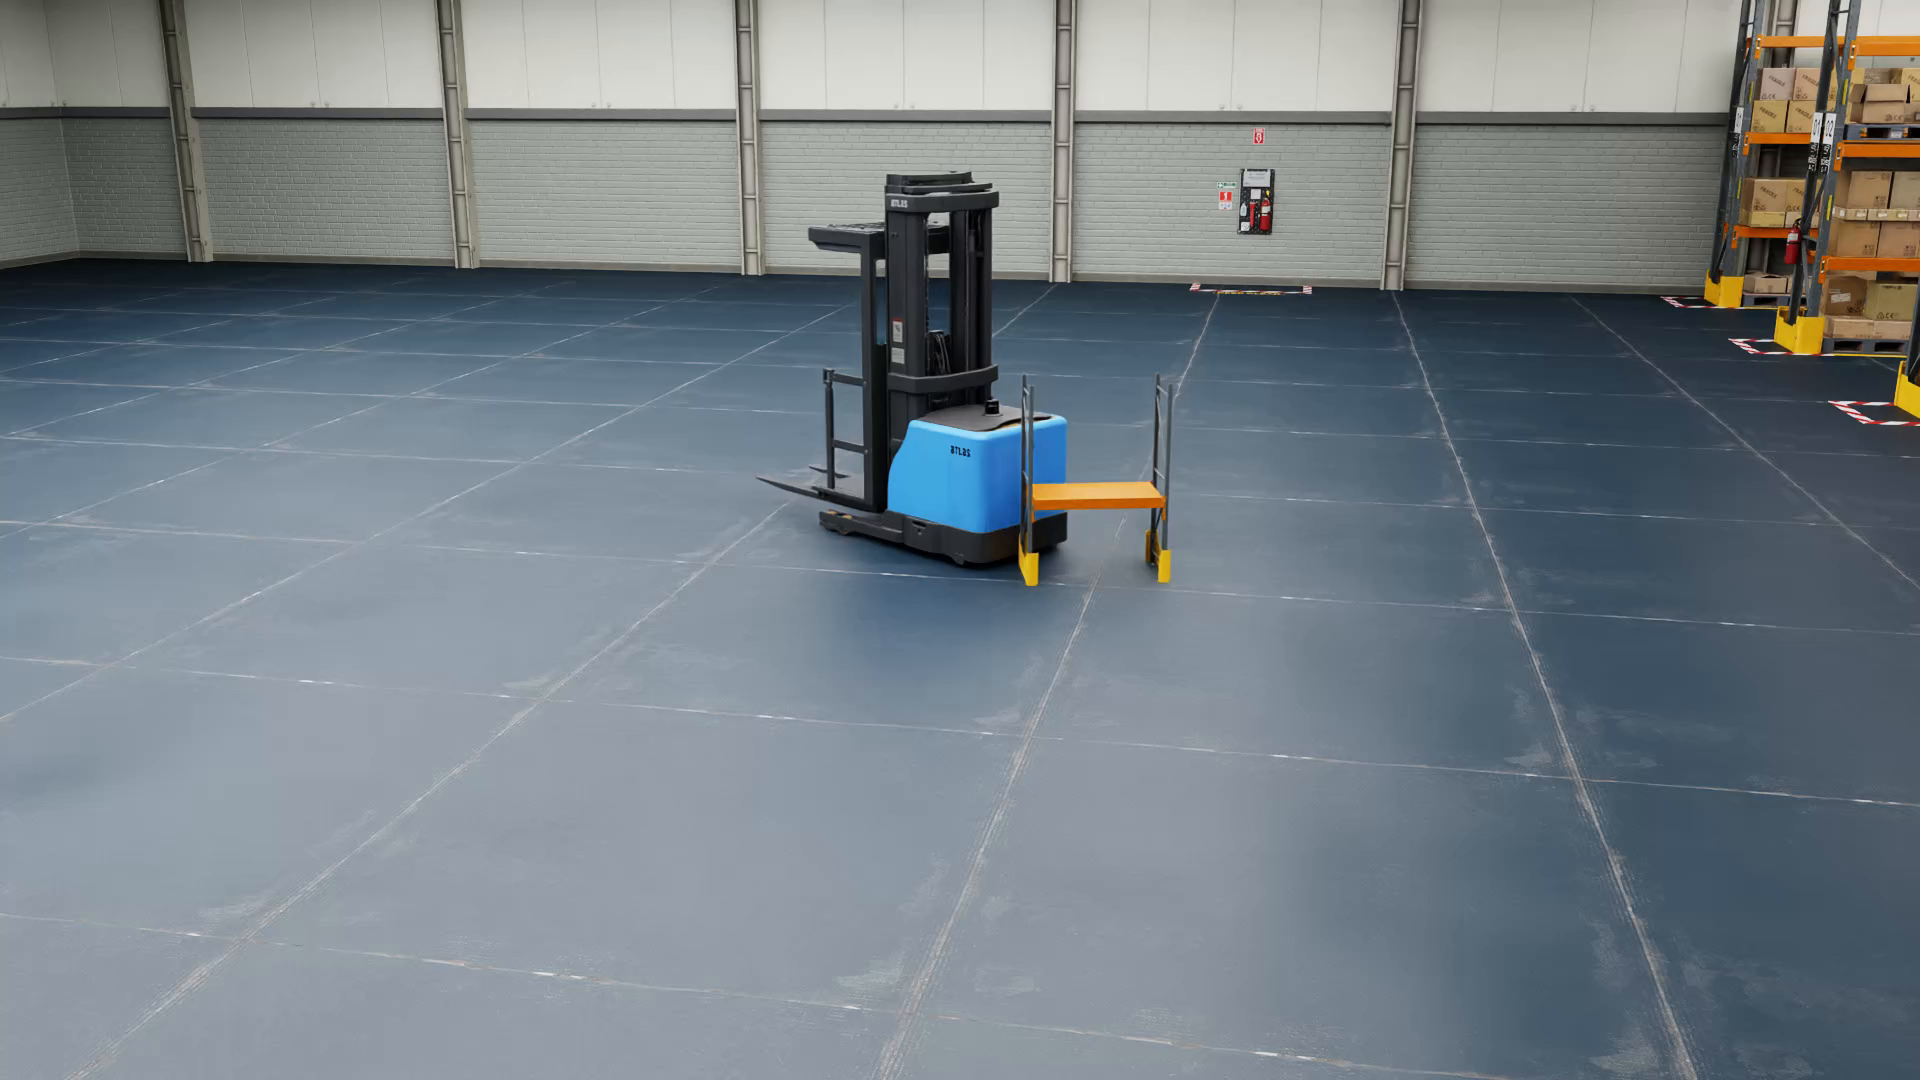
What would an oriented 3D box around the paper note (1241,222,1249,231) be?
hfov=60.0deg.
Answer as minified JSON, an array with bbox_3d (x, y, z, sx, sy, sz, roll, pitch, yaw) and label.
[{"bbox_3d":[5.190,-5.705,30.247,0.142,0.148,0.016,3,16,11],"label":"paper note"}]

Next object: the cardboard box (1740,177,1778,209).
[{"bbox_3d":[13.290,-5.781,27.712,0.500,0.500,0.500,3,16,10],"label":"cardboard box"}]

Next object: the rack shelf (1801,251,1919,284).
[{"bbox_3d":[13.762,-3.703,22.718,4.000,0.370,1.077,3,16,11],"label":"rack shelf"}]

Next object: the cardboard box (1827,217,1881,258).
[{"bbox_3d":[12.257,-4.176,22.891,0.500,0.500,0.700,3,16,11],"label":"cardboard box"}]

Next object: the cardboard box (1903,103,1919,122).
[{"bbox_3d":[12.983,-5.807,22.578,0.500,0.250,0.500,3,16,11],"label":"cardboard box"}]

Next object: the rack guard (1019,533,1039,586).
[{"bbox_3d":[0.520,0.144,12.632,0.087,0.250,0.587,-1,16,-4],"label":"rack guard"}]

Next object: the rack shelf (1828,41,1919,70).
[{"bbox_3d":[13.762,-6.401,21.970,4.000,0.370,1.077,3,16,11],"label":"rack shelf"}]

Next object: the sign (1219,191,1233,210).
[{"bbox_3d":[4.829,-6.175,30.229,0.234,0.329,0.001,3,16,11],"label":"sign"}]

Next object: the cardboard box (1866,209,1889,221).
[{"bbox_3d":[12.403,-4.426,22.579,0.250,0.149,0.380,3,16,10],"label":"cardboard box"}]

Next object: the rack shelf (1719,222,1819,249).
[{"bbox_3d":[14.745,-4.999,27.397,4.000,0.370,1.077,3,16,11],"label":"rack shelf"}]

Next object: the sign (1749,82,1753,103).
[{"bbox_3d":[12.677,-7.177,26.655,0.005,0.325,0.100,3,16,11],"label":"sign"}]

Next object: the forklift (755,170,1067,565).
[{"bbox_3d":[-0.533,-1.539,13.686,1.130,2.935,3.031,-15,21,-43],"label":"forklift"}]

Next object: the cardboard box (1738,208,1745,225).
[{"bbox_3d":[13.282,-5.415,27.795,0.500,0.250,0.500,3,16,12],"label":"cardboard box"}]

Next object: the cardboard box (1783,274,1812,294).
[{"bbox_3d":[14.004,-4.278,27.657,0.500,0.311,0.500,4,16,16],"label":"cardboard box"}]

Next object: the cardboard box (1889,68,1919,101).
[{"bbox_3d":[15.107,-7.232,26.392,0.500,0.500,0.500,3,16,9],"label":"cardboard box"}]

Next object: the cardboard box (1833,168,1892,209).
[{"bbox_3d":[12.309,-4.798,22.707,0.500,0.500,0.700,3,16,11],"label":"cardboard box"}]

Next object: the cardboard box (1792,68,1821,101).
[{"bbox_3d":[13.596,-7.313,26.687,0.500,0.500,0.500,3,16,10],"label":"cardboard box"}]

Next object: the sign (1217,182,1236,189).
[{"bbox_3d":[4.831,-6.428,30.149,0.331,0.109,0.001,3,16,11],"label":"sign"}]

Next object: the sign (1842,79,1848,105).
[{"bbox_3d":[11.685,-5.916,21.955,0.005,0.325,0.100,3,16,11],"label":"sign"}]

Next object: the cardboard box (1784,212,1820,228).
[{"bbox_3d":[13.712,-5.257,27.222,0.500,0.250,0.500,3,16,9],"label":"cardboard box"}]

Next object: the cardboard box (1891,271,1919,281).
[{"bbox_3d":[15.680,-4.291,27.353,0.500,0.500,0.500,2,16,7],"label":"cardboard box"}]

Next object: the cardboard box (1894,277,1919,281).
[{"bbox_3d":[13.370,-3.395,23.216,0.500,0.500,0.500,3,16,11],"label":"cardboard box"}]

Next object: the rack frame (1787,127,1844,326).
[{"bbox_3d":[11.802,-4.156,23.006,0.127,3.000,1.000,3,16,11],"label":"rack frame"}]

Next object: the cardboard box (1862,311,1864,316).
[{"bbox_3d":[12.879,-3.059,23.408,0.500,0.250,0.500,3,16,11],"label":"cardboard box"}]

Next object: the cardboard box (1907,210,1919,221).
[{"bbox_3d":[12.894,-4.399,22.479,0.250,0.149,0.380,3,16,10],"label":"cardboard box"}]

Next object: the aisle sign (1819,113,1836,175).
[{"bbox_3d":[11.676,-5.332,22.382,0.004,0.787,0.394,3,16,11],"label":"aisle sign"}]

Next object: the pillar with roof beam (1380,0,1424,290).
[{"bbox_3d":[6.906,-7.725,24.653,0.400,9.000,9.100,3,16,11],"label":"pillar with roof beam"}]

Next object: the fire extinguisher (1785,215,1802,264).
[{"bbox_3d":[11.779,-4.247,23.477,0.183,0.674,0.296,3,16,11],"label":"fire extinguisher"}]

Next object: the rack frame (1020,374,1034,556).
[{"bbox_3d":[0.500,-0.458,12.463,0.032,1.500,0.500,-1,16,-4],"label":"rack frame"}]

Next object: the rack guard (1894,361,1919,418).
[{"bbox_3d":[10.895,-1.664,18.692,0.348,0.500,1.175,3,16,11],"label":"rack guard"}]

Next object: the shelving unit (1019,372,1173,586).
[{"bbox_3d":[1.016,-0.469,12.503,1.083,1.500,0.587,-1,16,-4],"label":"shelving unit"}]

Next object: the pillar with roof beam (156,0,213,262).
[{"bbox_3d":[-16.612,-9.002,29.262,0.400,9.000,9.100,3,16,11],"label":"pillar with roof beam"}]

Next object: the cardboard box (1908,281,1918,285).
[{"bbox_3d":[13.266,-3.259,22.725,0.500,0.500,0.500,3,16,11],"label":"cardboard box"}]

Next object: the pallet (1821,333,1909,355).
[{"bbox_3d":[12.560,-2.783,23.271,1.213,0.211,1.003,3,16,11],"label":"pallet"}]

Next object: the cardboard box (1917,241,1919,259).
[{"bbox_3d":[13.258,-4.121,22.694,0.500,0.500,0.700,3,16,11],"label":"cardboard box"}]

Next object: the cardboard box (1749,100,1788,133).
[{"bbox_3d":[13.063,-6.872,26.968,0.500,0.500,0.500,4,16,13],"label":"cardboard box"}]

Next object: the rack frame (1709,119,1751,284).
[{"bbox_3d":[12.785,-5.452,27.685,0.127,3.000,1.000,3,16,11],"label":"rack frame"}]

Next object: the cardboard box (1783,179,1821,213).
[{"bbox_3d":[13.676,-5.618,27.122,0.500,0.500,0.500,3,16,11],"label":"cardboard box"}]

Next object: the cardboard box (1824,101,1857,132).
[{"bbox_3d":[14.092,-6.808,26.735,0.500,0.500,0.500,4,16,14],"label":"cardboard box"}]

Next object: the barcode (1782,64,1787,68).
[{"bbox_3d":[13.581,-7.810,27.393,0.075,0.075,0.001,3,16,11],"label":"barcode"}]

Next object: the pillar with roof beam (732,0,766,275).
[{"bbox_3d":[-4.853,-8.364,26.957,0.400,9.000,9.100,3,16,11],"label":"pillar with roof beam"}]

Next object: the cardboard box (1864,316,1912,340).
[{"bbox_3d":[12.774,-2.921,22.911,0.500,0.250,0.500,3,16,11],"label":"cardboard box"}]

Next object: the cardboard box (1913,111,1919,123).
[{"bbox_3d":[12.920,-5.642,22.172,0.250,0.149,0.380,3,16,11],"label":"cardboard box"}]
